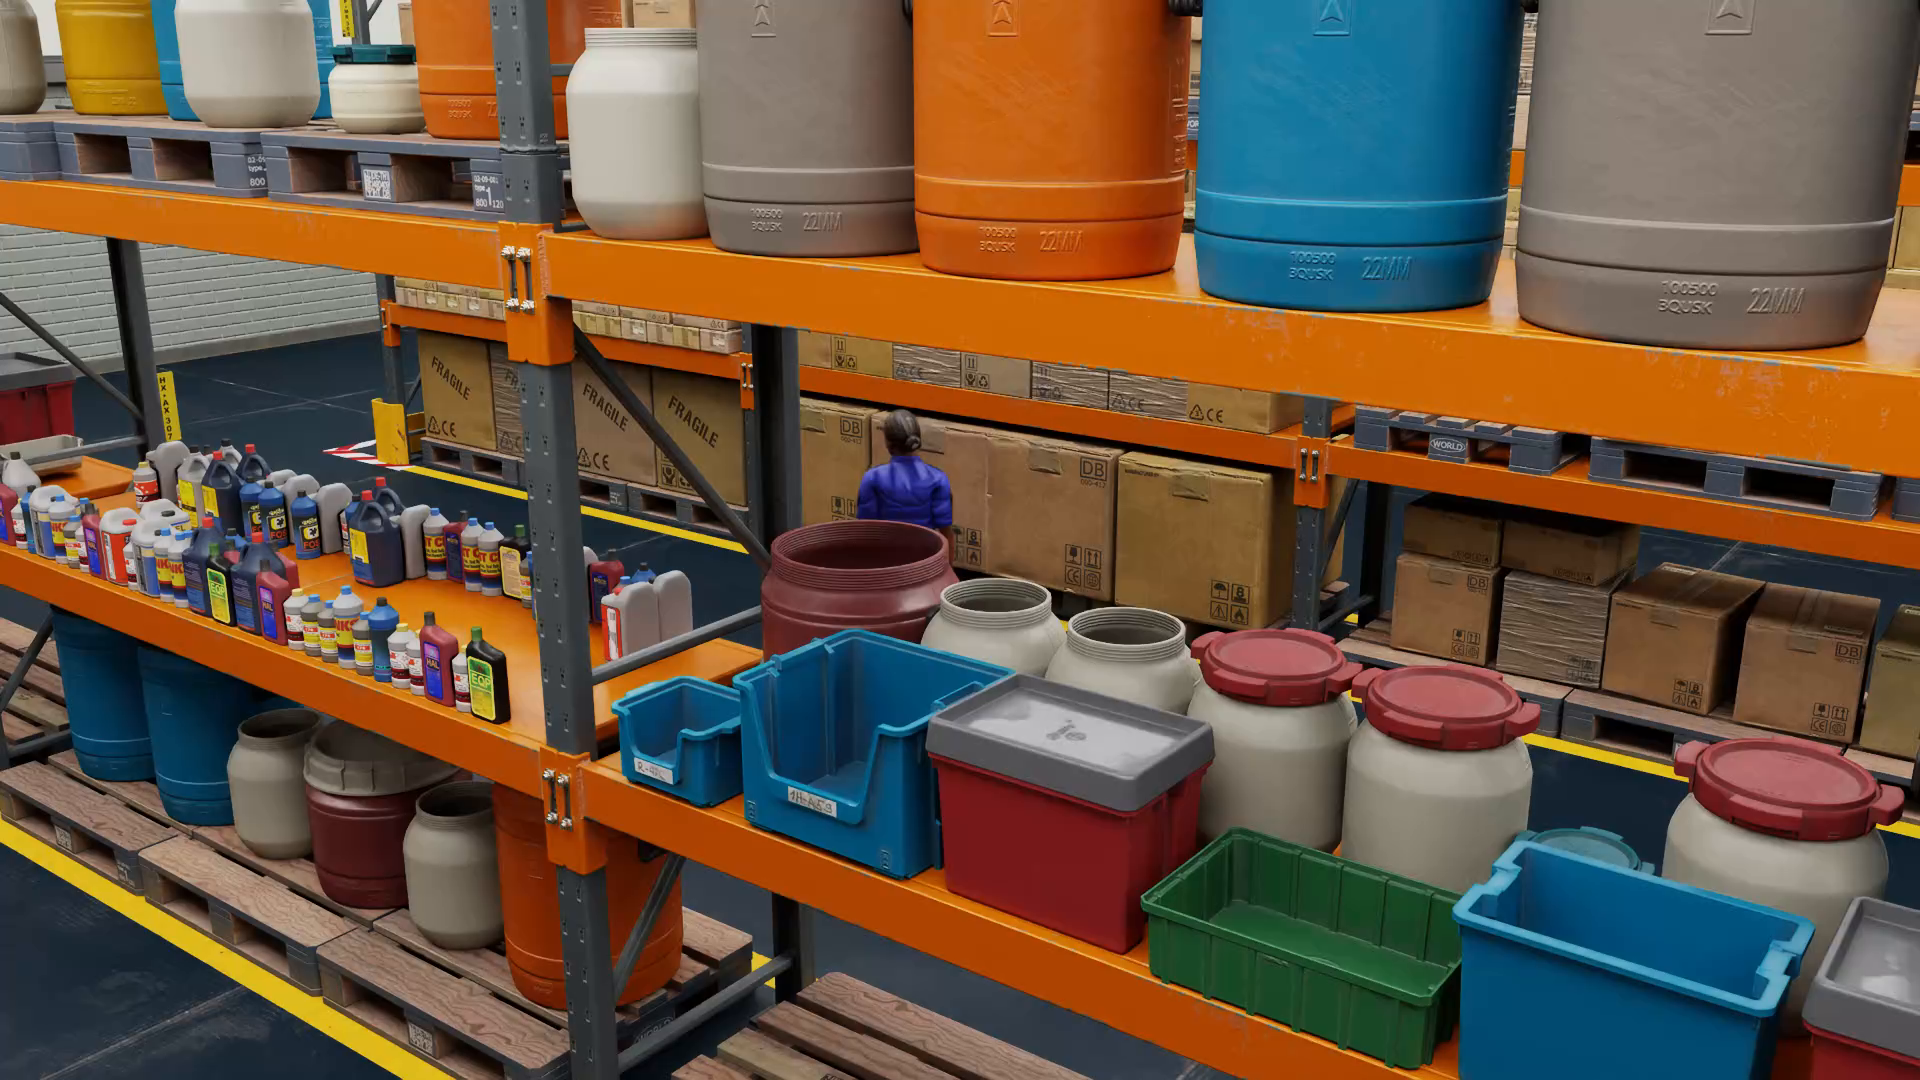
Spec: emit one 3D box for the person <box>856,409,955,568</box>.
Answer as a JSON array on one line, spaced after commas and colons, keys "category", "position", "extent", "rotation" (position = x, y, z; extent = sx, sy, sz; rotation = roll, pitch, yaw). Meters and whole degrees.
[{"category": "person", "position": [-0.251, 0.203, 7.789], "extent": [0.529, 1.656, 0.449], "rotation": [1, 17, 3]}]
